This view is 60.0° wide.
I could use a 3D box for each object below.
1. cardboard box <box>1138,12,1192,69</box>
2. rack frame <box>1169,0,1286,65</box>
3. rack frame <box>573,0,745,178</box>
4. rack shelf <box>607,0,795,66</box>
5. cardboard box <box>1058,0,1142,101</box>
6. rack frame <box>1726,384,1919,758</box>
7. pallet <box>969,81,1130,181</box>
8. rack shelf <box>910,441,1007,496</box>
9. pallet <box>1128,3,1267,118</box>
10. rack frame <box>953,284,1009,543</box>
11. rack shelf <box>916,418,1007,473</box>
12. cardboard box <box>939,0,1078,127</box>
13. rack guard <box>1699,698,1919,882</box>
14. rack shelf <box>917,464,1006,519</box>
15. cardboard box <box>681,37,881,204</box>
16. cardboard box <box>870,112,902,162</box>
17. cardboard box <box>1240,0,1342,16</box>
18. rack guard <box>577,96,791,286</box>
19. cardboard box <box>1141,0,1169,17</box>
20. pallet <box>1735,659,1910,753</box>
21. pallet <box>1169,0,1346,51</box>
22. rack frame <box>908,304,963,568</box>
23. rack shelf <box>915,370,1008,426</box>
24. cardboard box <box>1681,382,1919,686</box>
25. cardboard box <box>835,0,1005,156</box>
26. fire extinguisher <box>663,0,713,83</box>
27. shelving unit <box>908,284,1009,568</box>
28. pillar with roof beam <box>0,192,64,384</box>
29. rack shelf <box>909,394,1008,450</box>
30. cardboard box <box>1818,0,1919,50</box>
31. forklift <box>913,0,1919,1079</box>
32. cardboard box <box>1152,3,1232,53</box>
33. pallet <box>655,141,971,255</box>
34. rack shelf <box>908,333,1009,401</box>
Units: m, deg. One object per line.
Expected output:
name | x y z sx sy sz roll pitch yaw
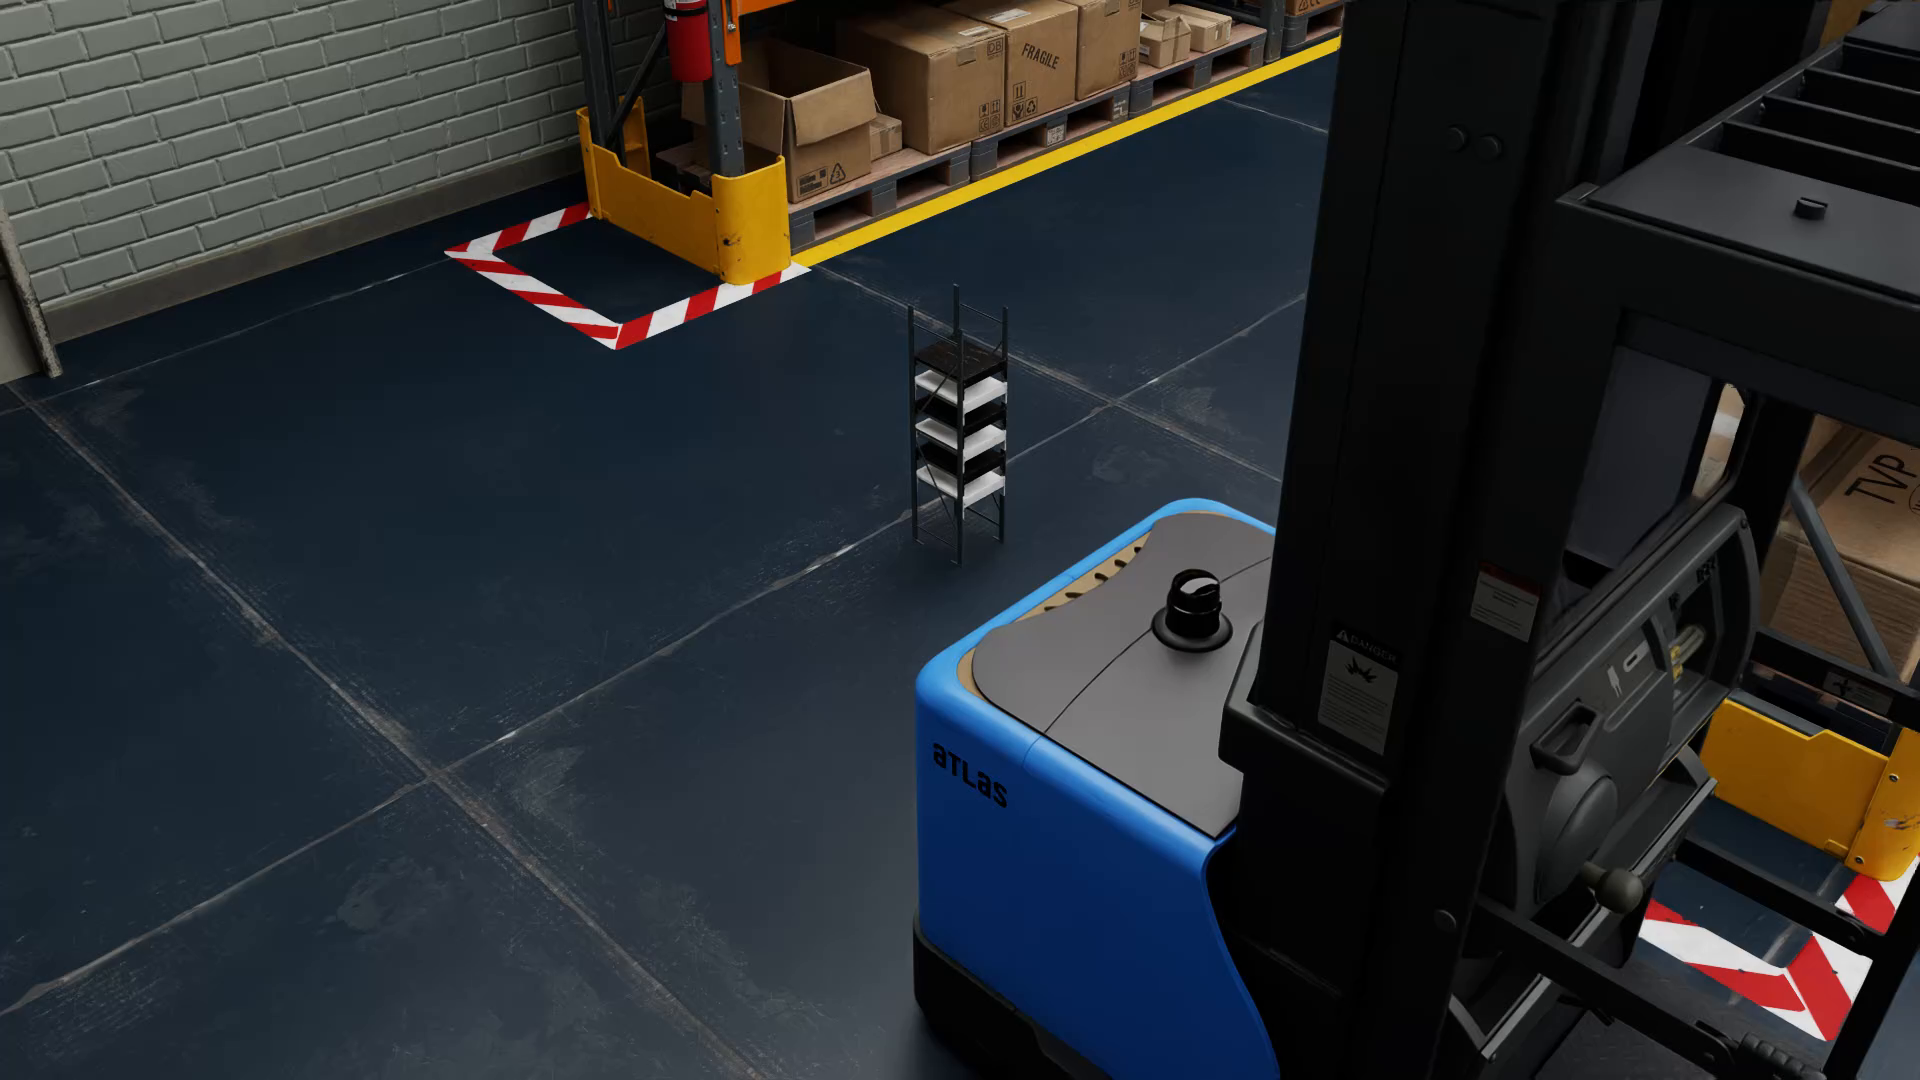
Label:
cardboard box | 1.055 -2.801 9.167 0.258 0.266 0.396 -28 44 -34
rack frame | 1.491 -4.240 9.207 1.000 3.000 0.127 30 45 35
rack frame | -1.327 -2.616 6.879 1.000 3.000 0.127 30 45 35
rack shelf | 0.082 -3.133 8.249 1.077 0.370 4.000 30 45 35
cardboard box | 0.532 -2.726 8.854 0.700 0.500 0.500 28 43 34
rack frame | 2.198 -0.617 4.013 1.000 3.000 0.127 30 45 35
pallet | 0.147 -2.320 8.892 1.003 0.211 1.213 30 45 35
rack shelf | -0.006 -0.265 5.558 0.258 0.077 0.200 30 45 35
pallet | 1.007 -2.818 9.606 1.003 0.211 1.213 30 45 35
rack frame | 0.066 -0.407 5.547 0.240 0.900 0.006 30 45 35
rack shelf | -0.006 -0.338 5.507 0.258 0.077 0.200 30 45 35
cardboard box | 0.244 -2.479 8.500 0.500 0.500 0.500 -29 44 -35
rack guard | 2.181 0.418 4.714 1.175 0.500 0.348 30 45 35
rack shelf | -0.006 -0.191 5.610 0.258 0.077 0.200 30 45 35
cardboard box | -0.829 -1.974 7.774 0.797 0.503 0.637 28 43 34
cardboard box | -0.502 -1.986 8.100 0.380 0.149 0.250 28 43 34
cardboard box | 1.992 -3.492 9.954 0.500 0.500 0.500 -28 43 -34
rack guard | -1.274 -1.622 7.638 1.175 0.500 0.348 30 45 35
cardboard box | 0.858 -3.136 9.608 0.500 0.311 0.500 -28 44 -34
pallet | 2.706 0.171 5.321 1.003 0.211 1.213 30 45 35
pallet | 2.037 -3.441 10.500 1.003 0.211 1.213 30 45 35
rack frame | -0.077 -0.325 5.429 0.240 0.900 0.006 30 45 35
rack shelf | -0.006 -0.486 5.404 0.258 0.077 0.200 30 45 35
cardboard box | 2.592 -0.047 5.067 0.875 0.438 0.875 28 44 34
cardboard box | -0.199 -2.304 8.250 0.500 0.500 0.700 -28 44 -34
fire extinguisher | -1.103 -2.185 6.655 0.296 0.674 0.183 30 45 35
shelving unit | -0.006 -0.366 5.488 0.258 0.900 0.210 30 45 35
pillar with roof beam | -0.811 -2.610 1.626 9.100 9.000 0.400 30 45 35
rack shelf | -0.006 -0.412 5.455 0.258 0.077 0.200 30 45 35
cardboard box | 2.369 -1.360 4.116 0.500 0.500 0.500 -28 44 -34
forklift | 1.304 0.332 2.712 3.031 2.935 1.130 28 44 34
cardboard box | 1.307 -2.898 9.409 0.380 0.149 0.250 28 44 34
pallet | -0.713 -1.827 8.185 1.003 0.211 1.213 30 45 35
rack shelf | -0.006 -0.560 5.352 0.258 0.077 0.200 30 45 35
